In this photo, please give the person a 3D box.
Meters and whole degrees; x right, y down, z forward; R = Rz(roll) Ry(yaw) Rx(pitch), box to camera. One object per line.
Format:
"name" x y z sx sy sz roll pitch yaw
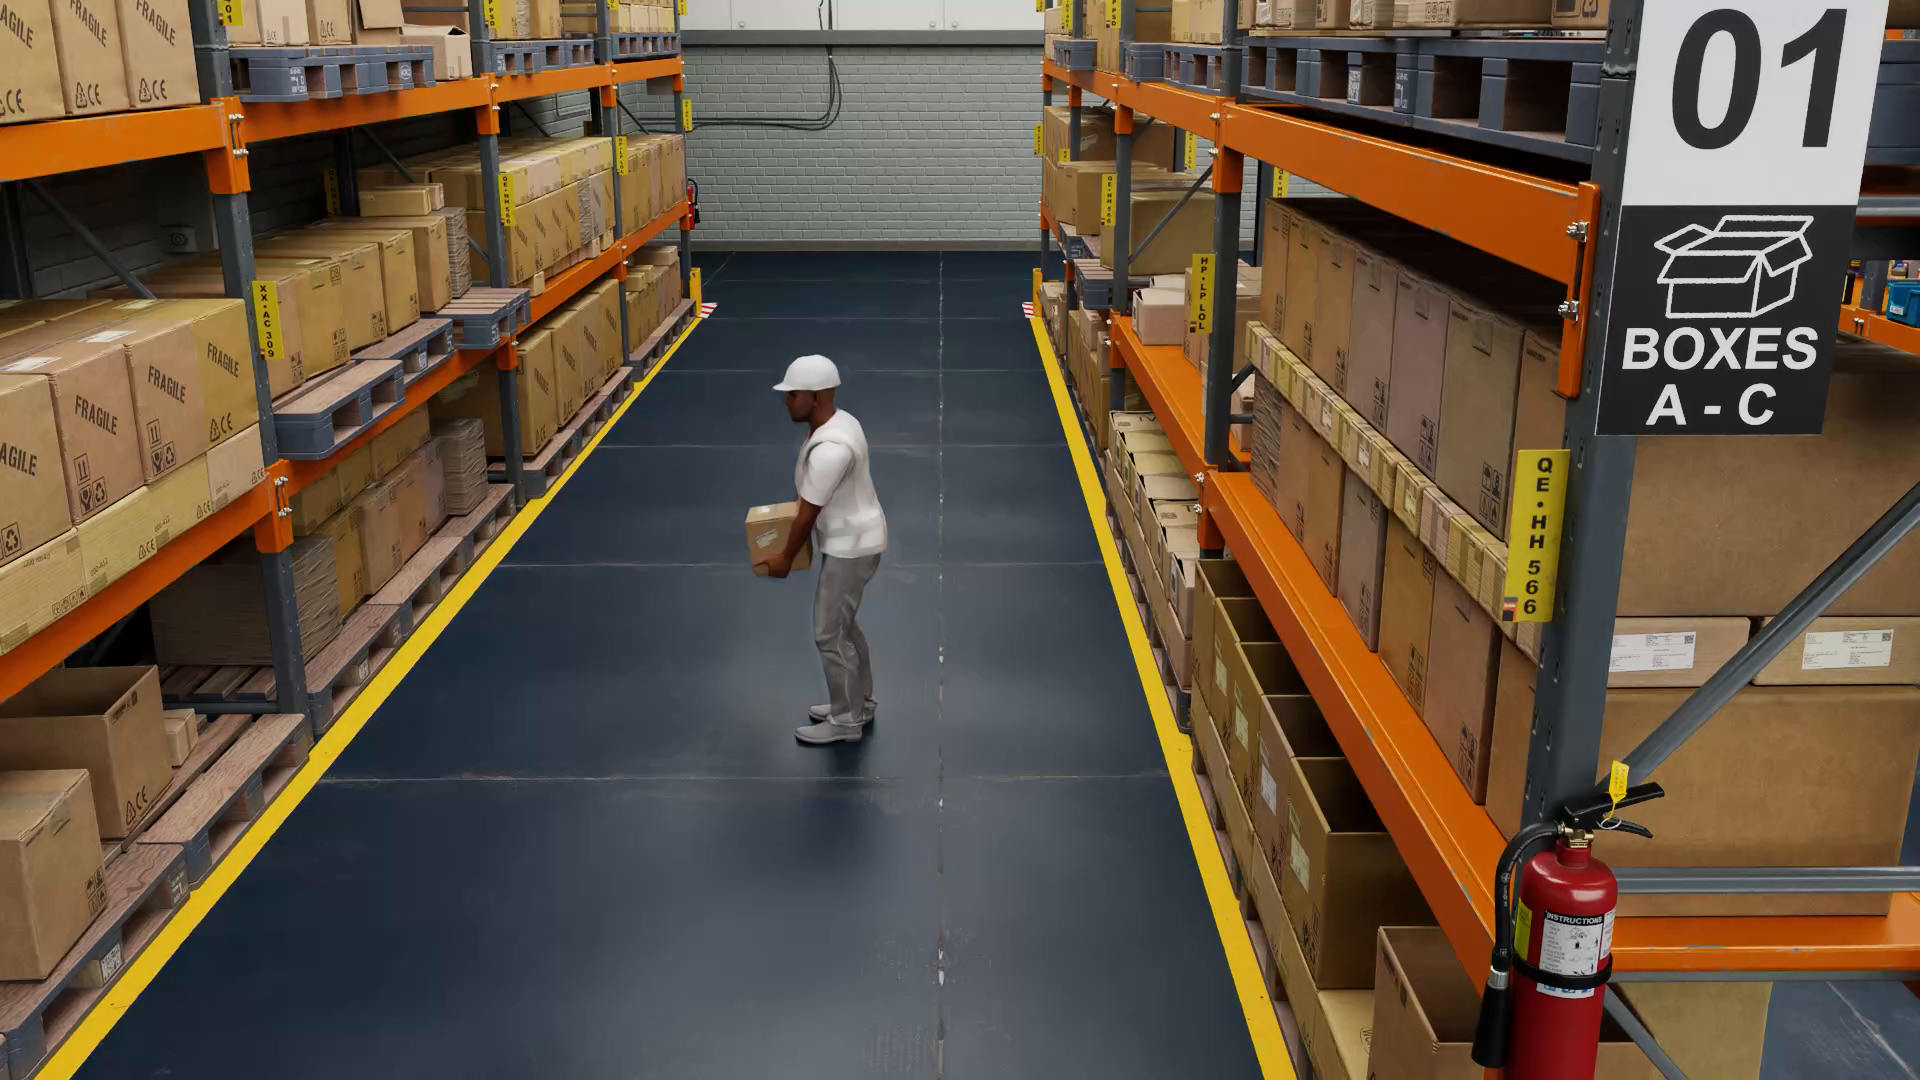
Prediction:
"person" -0.615 0.044 7.392 0.592 1.746 0.501 -1 17 -2
